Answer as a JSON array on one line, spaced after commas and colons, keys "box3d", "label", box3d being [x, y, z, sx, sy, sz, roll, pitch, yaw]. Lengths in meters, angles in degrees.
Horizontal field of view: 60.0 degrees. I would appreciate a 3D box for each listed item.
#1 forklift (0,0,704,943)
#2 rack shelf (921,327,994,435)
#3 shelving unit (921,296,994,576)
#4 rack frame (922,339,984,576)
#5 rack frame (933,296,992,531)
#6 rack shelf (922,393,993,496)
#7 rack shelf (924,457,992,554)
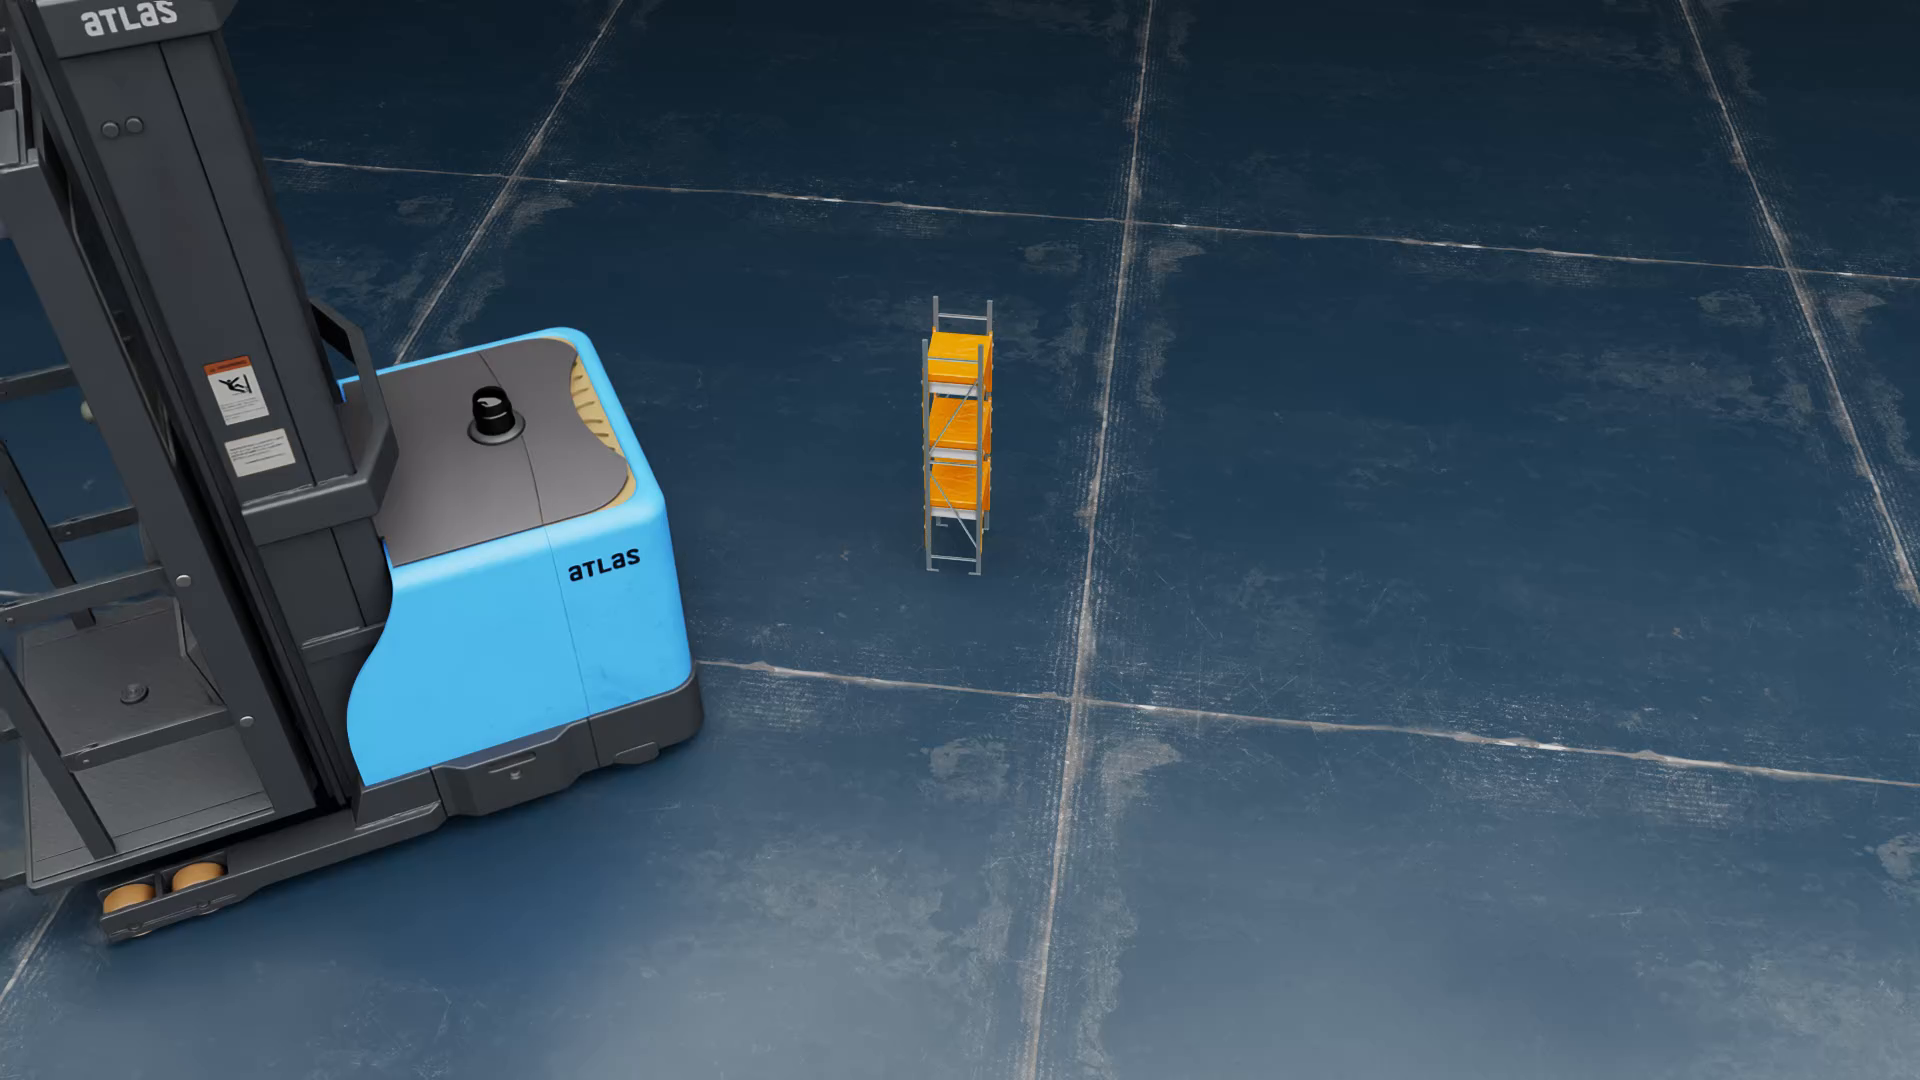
[{"box3d": [-2.414, -0.290, 4.424, 3.031, 2.935, 1.130, -17, 46, -17], "label": "forklift"}, {"box3d": [-0.007, -0.543, 5.663, 0.215, 0.259, 0.240, 5, 44, 6], "label": "rack shelf"}, {"box3d": [-0.007, -0.345, 5.851, 0.215, 1.050, 0.252, 5, 44, 6], "label": "shelving unit"}, {"box3d": [-0.023, -0.262, 5.763, 0.200, 1.050, 0.008, 5, 44, 6], "label": "rack frame"}, {"box3d": [0.009, -0.428, 5.938, 0.200, 1.050, 0.008, 5, 44, 6], "label": "rack frame"}, {"box3d": [-0.007, -0.337, 5.858, 0.215, 0.259, 0.240, 5, 44, 6], "label": "rack shelf"}, {"box3d": [-0.007, -0.135, 6.049, 0.215, 0.259, 0.240, 5, 44, 6], "label": "rack shelf"}]
